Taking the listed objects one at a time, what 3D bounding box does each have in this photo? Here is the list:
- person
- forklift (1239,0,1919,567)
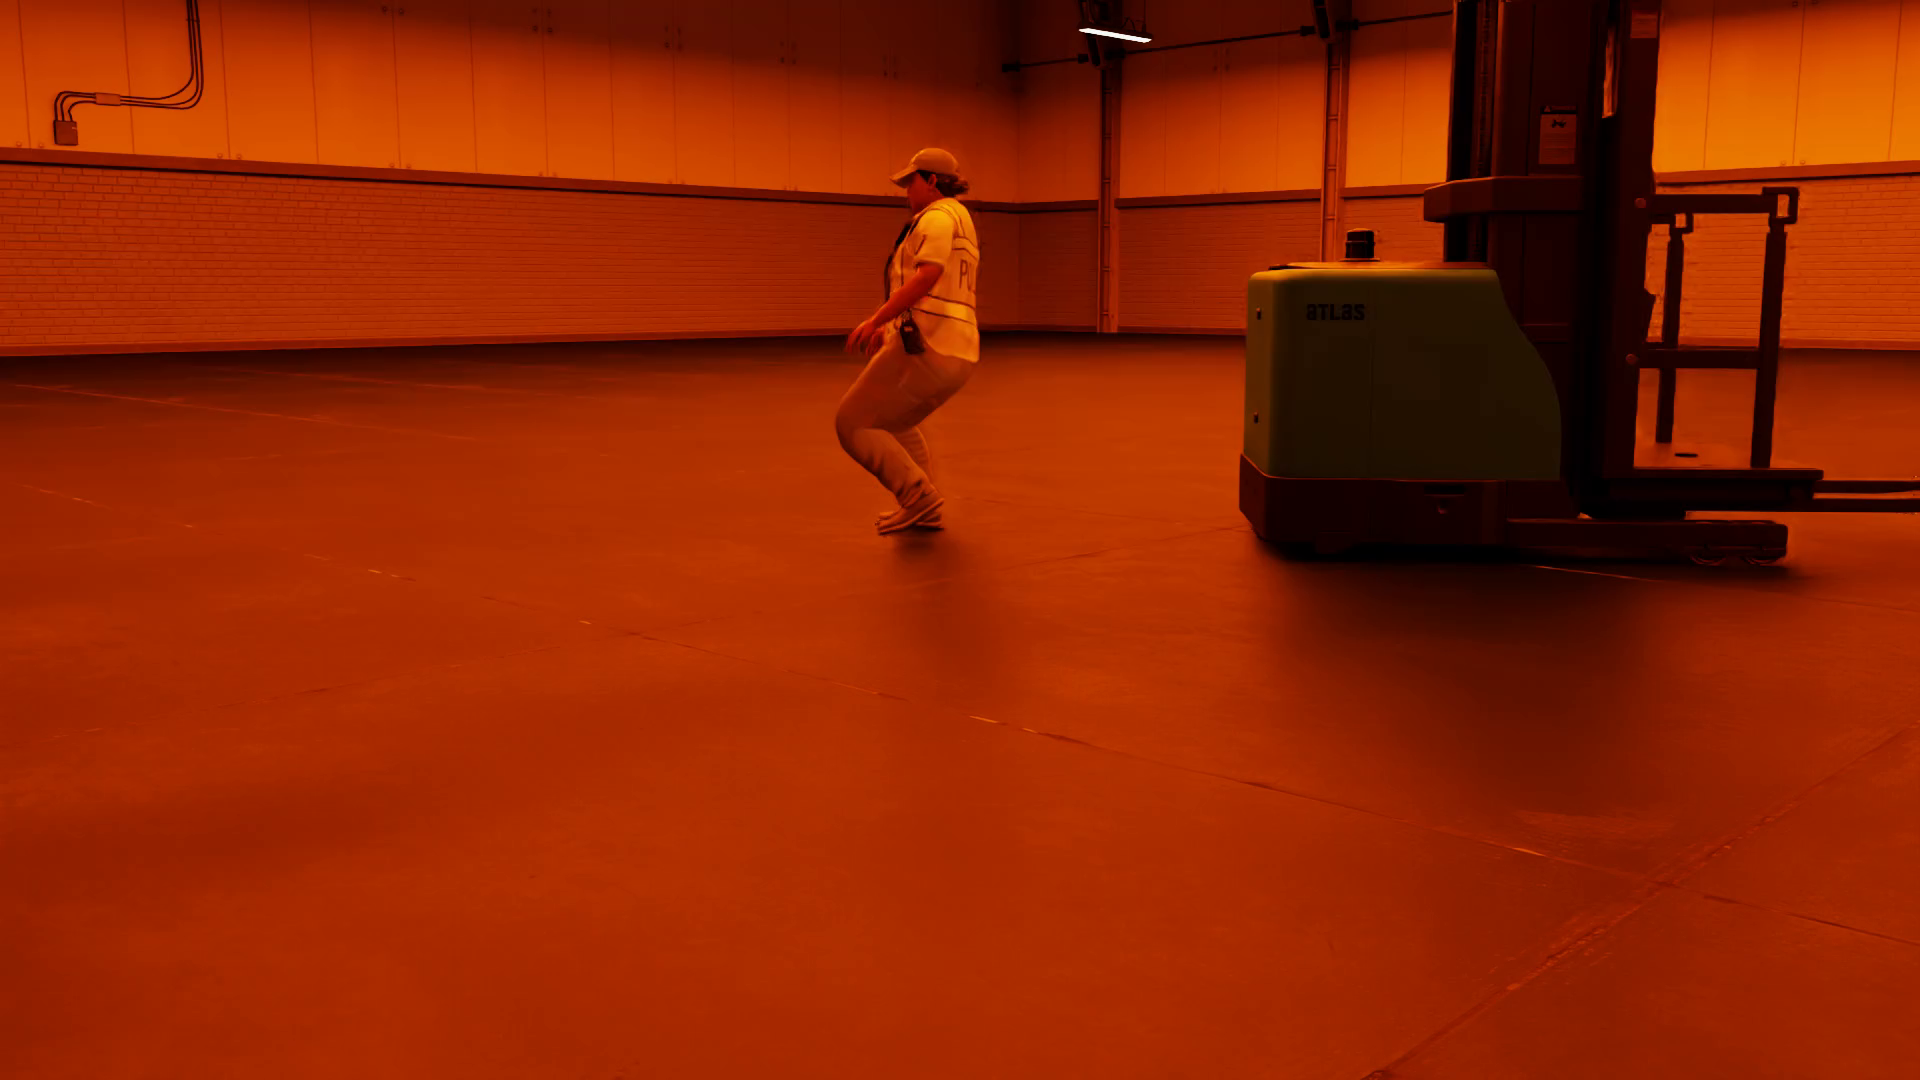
[{"bbox_3d":[-0.195,-0.775,6.646,0.565,1.547,0.775,2,9,13],"label":"person"},{"bbox_3d":[2.680,-1.434,6.395,3.031,2.935,1.130,1,9,3],"label":"forklift"}]
